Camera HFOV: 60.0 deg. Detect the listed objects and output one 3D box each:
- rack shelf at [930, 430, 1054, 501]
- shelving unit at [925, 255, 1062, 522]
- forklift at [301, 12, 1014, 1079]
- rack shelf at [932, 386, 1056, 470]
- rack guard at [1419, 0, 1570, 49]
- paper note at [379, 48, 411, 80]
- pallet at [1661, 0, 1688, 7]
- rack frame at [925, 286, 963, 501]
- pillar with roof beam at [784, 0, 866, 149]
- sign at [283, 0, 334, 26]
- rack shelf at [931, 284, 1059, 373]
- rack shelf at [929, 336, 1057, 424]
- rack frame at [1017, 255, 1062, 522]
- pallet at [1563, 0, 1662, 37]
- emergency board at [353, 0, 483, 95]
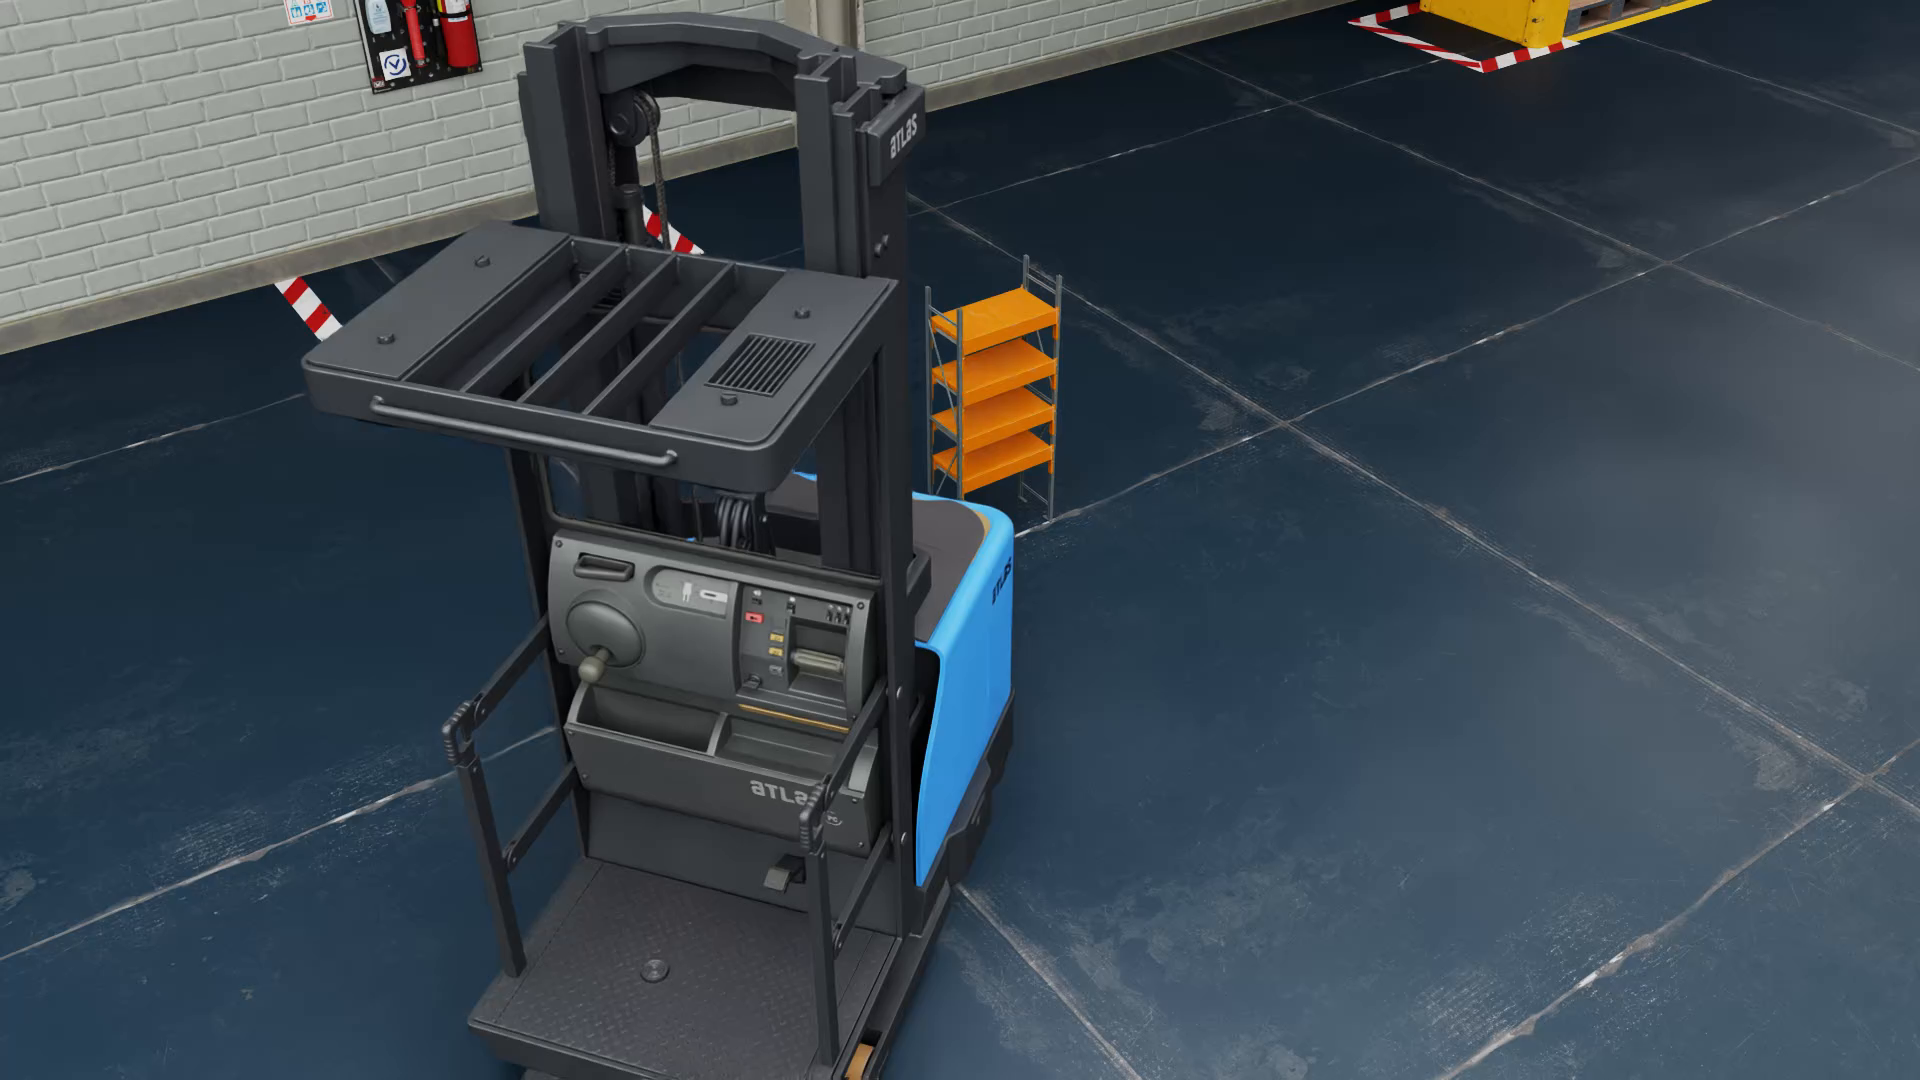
[{"bbox_3d":[0.135,-0.327,7.132,0.480,0.148,0.258,-22,41,-28],"label":"rack shelf"},{"bbox_3d":[0.135,-0.543,6.977,0.503,1.200,0.258,-22,41,-28],"label":"shelving unit"},{"bbox_3d":[-0.748,0.308,4.312,1.130,2.935,3.031,11,37,15],"label":"forklift"},{"bbox_3d":[0.135,-0.488,7.016,0.480,0.148,0.258,-22,41,-28],"label":"rack shelf"},{"bbox_3d":[4.054,-4.161,12.607,0.348,0.500,1.175,-22,41,-28],"label":"rack guard"},{"bbox_3d":[-3.065,-2.583,9.027,0.142,0.148,0.016,-22,41,-28],"label":"paper note"},{"bbox_3d":[5.734,-4.708,13.615,1.213,0.211,1.003,-22,41,-28],"label":"pallet"},{"bbox_3d":[-0.064,-0.461,6.863,0.015,1.200,0.240,-22,41,-28],"label":"rack frame"},{"bbox_3d":[1.641,-4.161,5.329,0.400,9.000,9.100,-22,41,-28],"label":"pillar with roof beam"},{"bbox_3d":[-3.392,-2.845,8.606,0.234,0.329,0.001,-22,41,-28],"label":"sign"},{"bbox_3d":[0.135,-0.862,6.748,0.480,0.148,0.258,-22,41,-28],"label":"rack shelf"},{"bbox_3d":[0.135,-0.670,6.886,0.480,0.148,0.258,-22,41,-28],"label":"rack shelf"},{"bbox_3d":[0.335,-0.625,7.091,0.015,1.200,0.240,-22,41,-28],"label":"rack frame"},{"bbox_3d":[4.738,-4.300,13.048,1.213,0.211,1.003,-22,41,-28],"label":"pallet"},{"bbox_3d":[-2.881,-2.967,8.807,0.643,1.169,0.194,-22,41,-28],"label":"emergency board"}]
